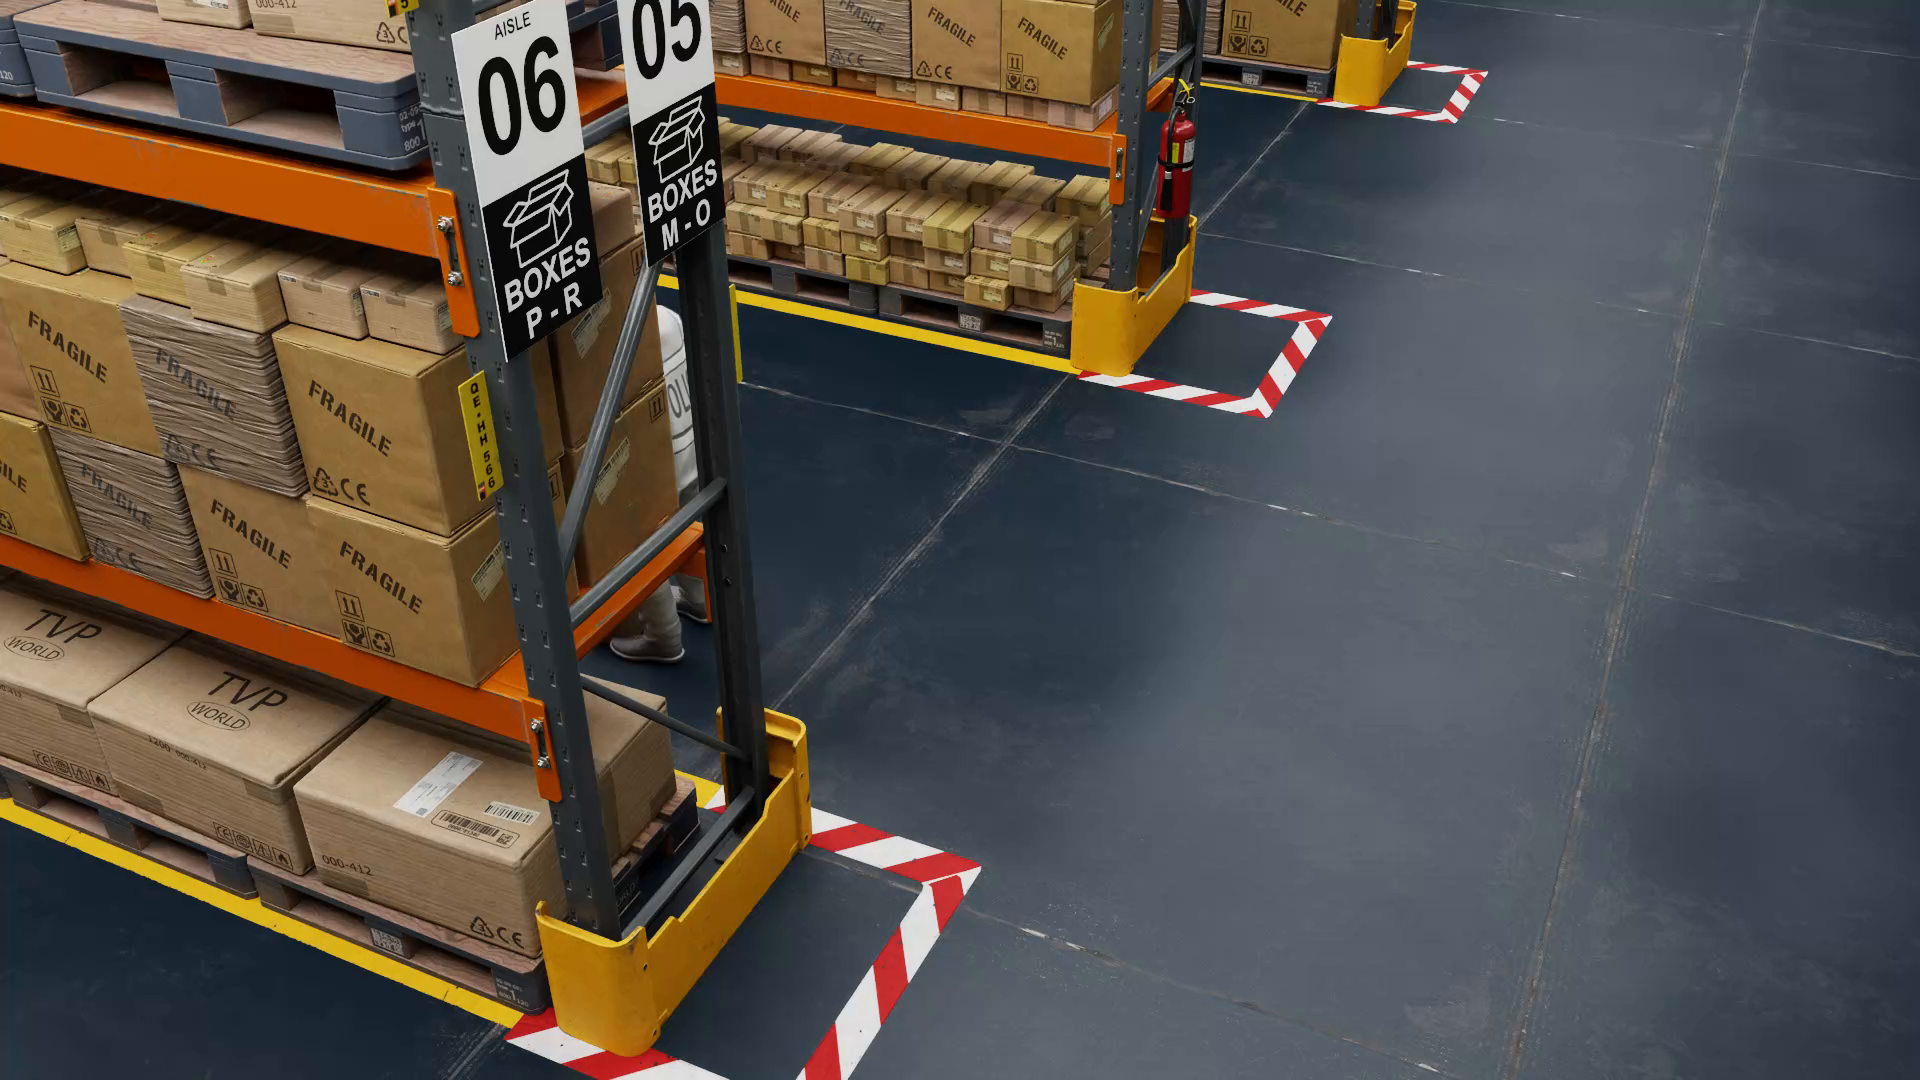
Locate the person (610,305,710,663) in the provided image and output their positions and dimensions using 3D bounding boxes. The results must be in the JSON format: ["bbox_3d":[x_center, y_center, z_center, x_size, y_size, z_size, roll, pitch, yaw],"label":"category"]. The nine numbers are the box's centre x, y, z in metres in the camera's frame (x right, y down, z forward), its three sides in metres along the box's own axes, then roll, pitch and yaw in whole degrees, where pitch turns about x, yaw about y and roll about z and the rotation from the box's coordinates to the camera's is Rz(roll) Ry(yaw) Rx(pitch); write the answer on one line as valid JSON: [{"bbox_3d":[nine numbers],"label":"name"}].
[{"bbox_3d":[-1.221,-0.309,6.601,0.439,1.747,0.585,14,36,21],"label":"person"}]
